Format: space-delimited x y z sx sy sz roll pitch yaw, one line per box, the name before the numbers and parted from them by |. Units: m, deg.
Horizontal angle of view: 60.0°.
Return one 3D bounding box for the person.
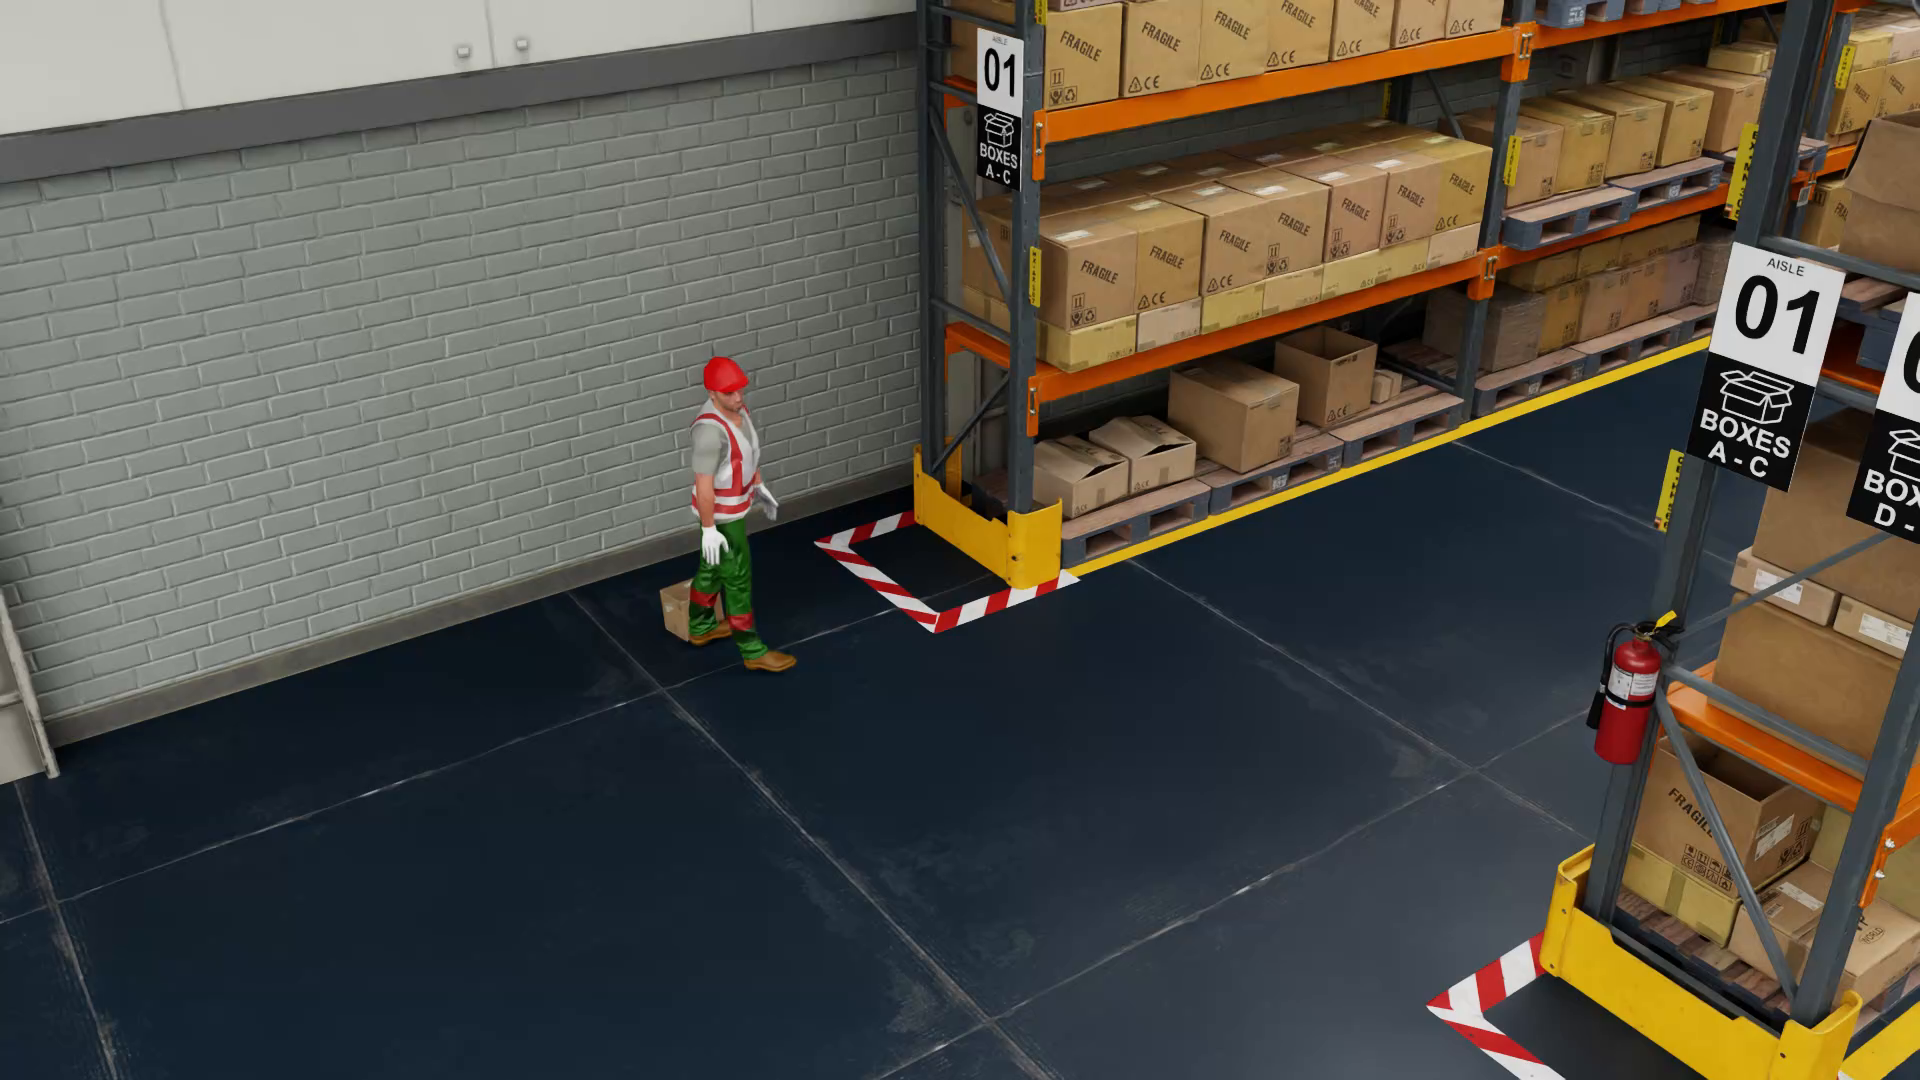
person | -1.204 -0.139 8.821 0.655 1.783 0.614 3 28 5
